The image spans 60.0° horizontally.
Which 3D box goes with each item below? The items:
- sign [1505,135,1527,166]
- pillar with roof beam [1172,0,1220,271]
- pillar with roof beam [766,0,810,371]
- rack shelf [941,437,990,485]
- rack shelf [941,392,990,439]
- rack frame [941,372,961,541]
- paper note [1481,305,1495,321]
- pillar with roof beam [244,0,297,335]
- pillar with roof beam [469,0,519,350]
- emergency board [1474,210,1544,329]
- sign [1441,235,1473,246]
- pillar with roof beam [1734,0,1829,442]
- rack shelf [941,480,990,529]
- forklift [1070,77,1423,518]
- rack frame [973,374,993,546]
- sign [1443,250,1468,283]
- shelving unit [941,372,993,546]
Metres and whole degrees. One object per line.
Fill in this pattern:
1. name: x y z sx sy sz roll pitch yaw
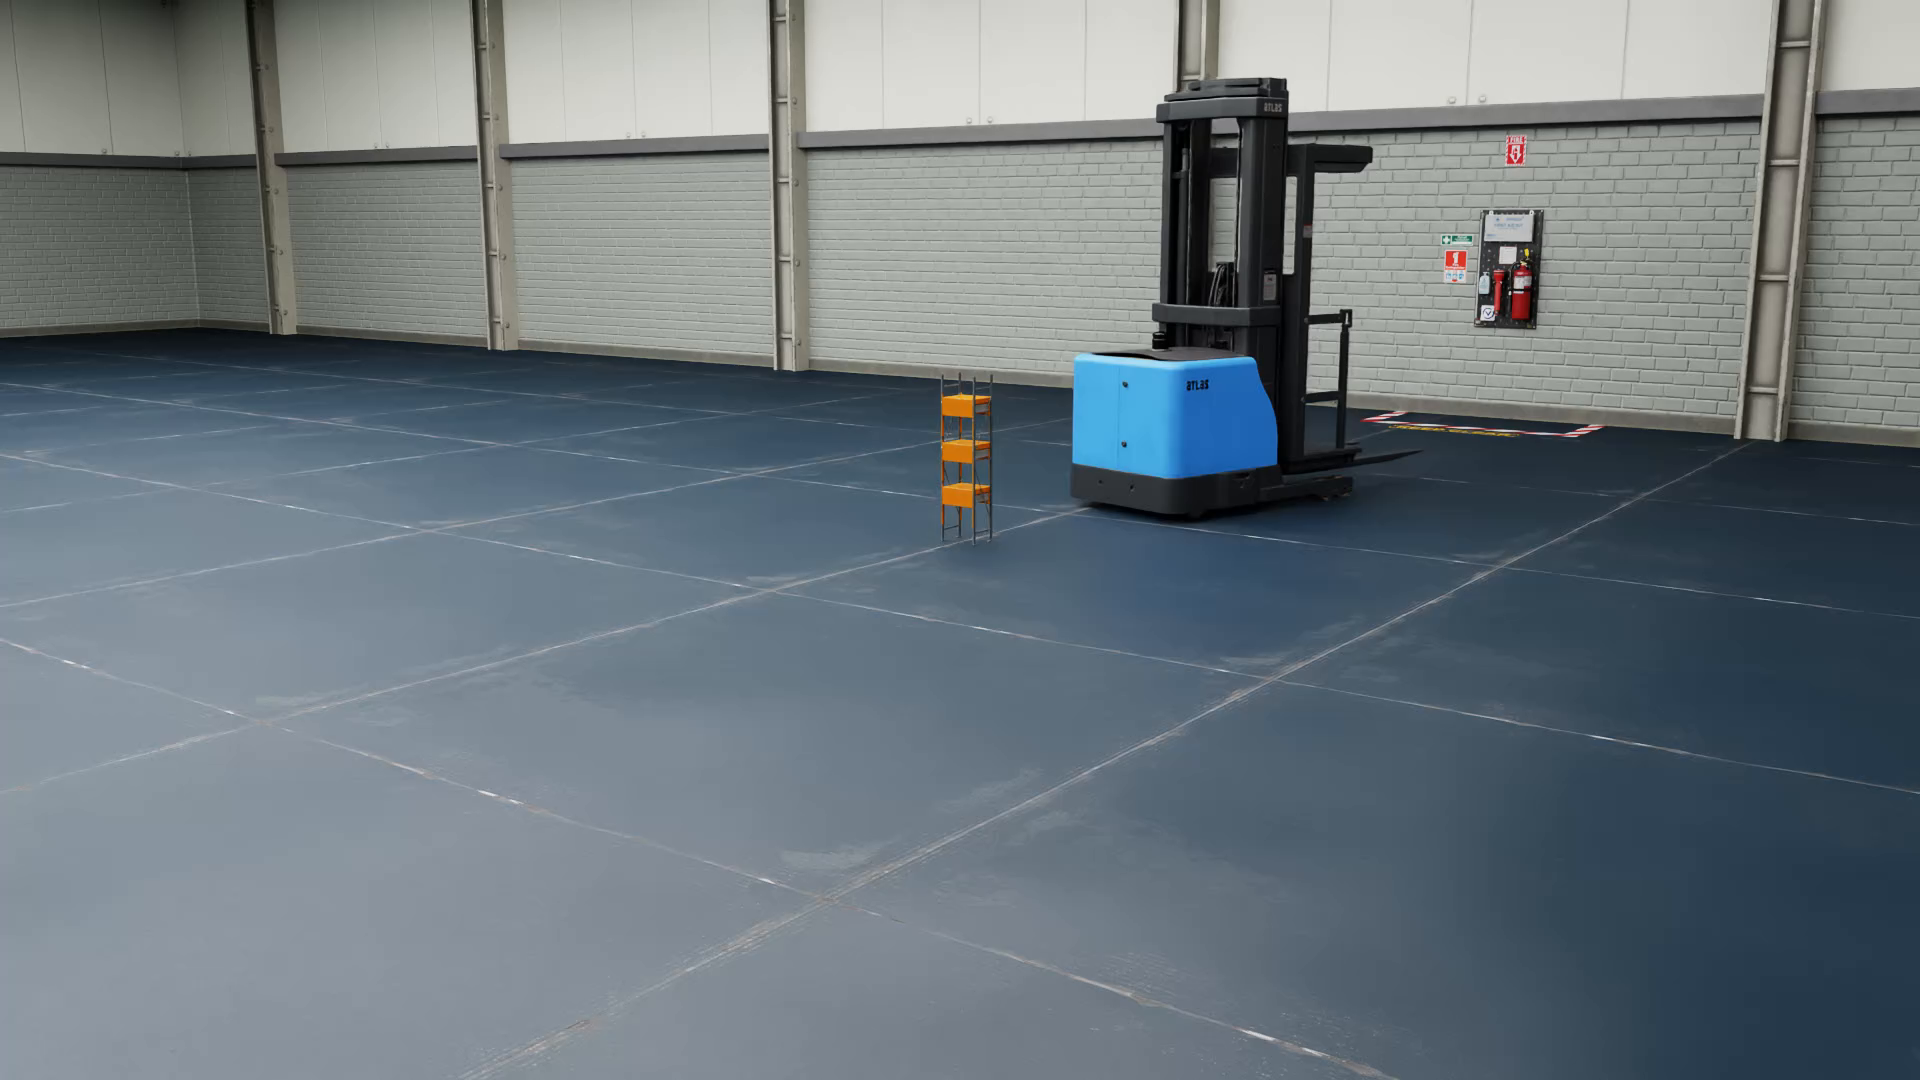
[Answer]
1. sign: 5.497 -3.853 16.446 0.199 0.298 0.001 8 13 36
2. pillar with roof beam: 0.030 -5.376 14.627 0.400 9.000 9.100 8 13 36
3. pillar with roof beam: -4.806 -6.051 18.113 0.400 9.000 9.100 8 13 36
4. rack shelf: 0.043 -0.499 10.401 0.240 0.259 0.215 8 13 36
5. rack shelf: 0.043 -0.778 10.347 0.240 0.259 0.215 8 13 36
6. rack frame: -0.055 -0.523 10.470 0.008 1.050 0.200 8 13 36
7. paper note: 5.343 -2.297 16.824 0.142 0.148 0.016 8 13 36
8. pillar with roof beam: -14.478 -7.400 25.087 0.400 9.000 9.100 8 13 36
9. pillar with roof beam: -9.642 -6.725 21.600 0.400 9.000 9.100 8 13 36
10. emergency board: 5.445 -2.699 16.583 0.643 1.169 0.194 8 13 36
11. sign: 5.058 -3.053 16.922 0.331 0.109 0.001 8 13 36
12. pillar with roof beam: 4.866 -4.701 11.140 0.400 9.000 9.100 8 13 36
13. rack shelf: 0.043 -0.226 10.454 0.240 0.259 0.215 8 13 36
14. forklift: 2.238 -1.788 12.057 3.031 2.935 1.130 -9 14 -39
15. rack frame: 0.141 -0.496 10.328 0.008 1.050 0.200 8 13 36
16. sign: 5.060 -2.794 16.982 0.234 0.329 0.001 8 13 36
17. shelving unit: 0.043 -0.509 10.399 0.252 1.050 0.215 8 13 36
